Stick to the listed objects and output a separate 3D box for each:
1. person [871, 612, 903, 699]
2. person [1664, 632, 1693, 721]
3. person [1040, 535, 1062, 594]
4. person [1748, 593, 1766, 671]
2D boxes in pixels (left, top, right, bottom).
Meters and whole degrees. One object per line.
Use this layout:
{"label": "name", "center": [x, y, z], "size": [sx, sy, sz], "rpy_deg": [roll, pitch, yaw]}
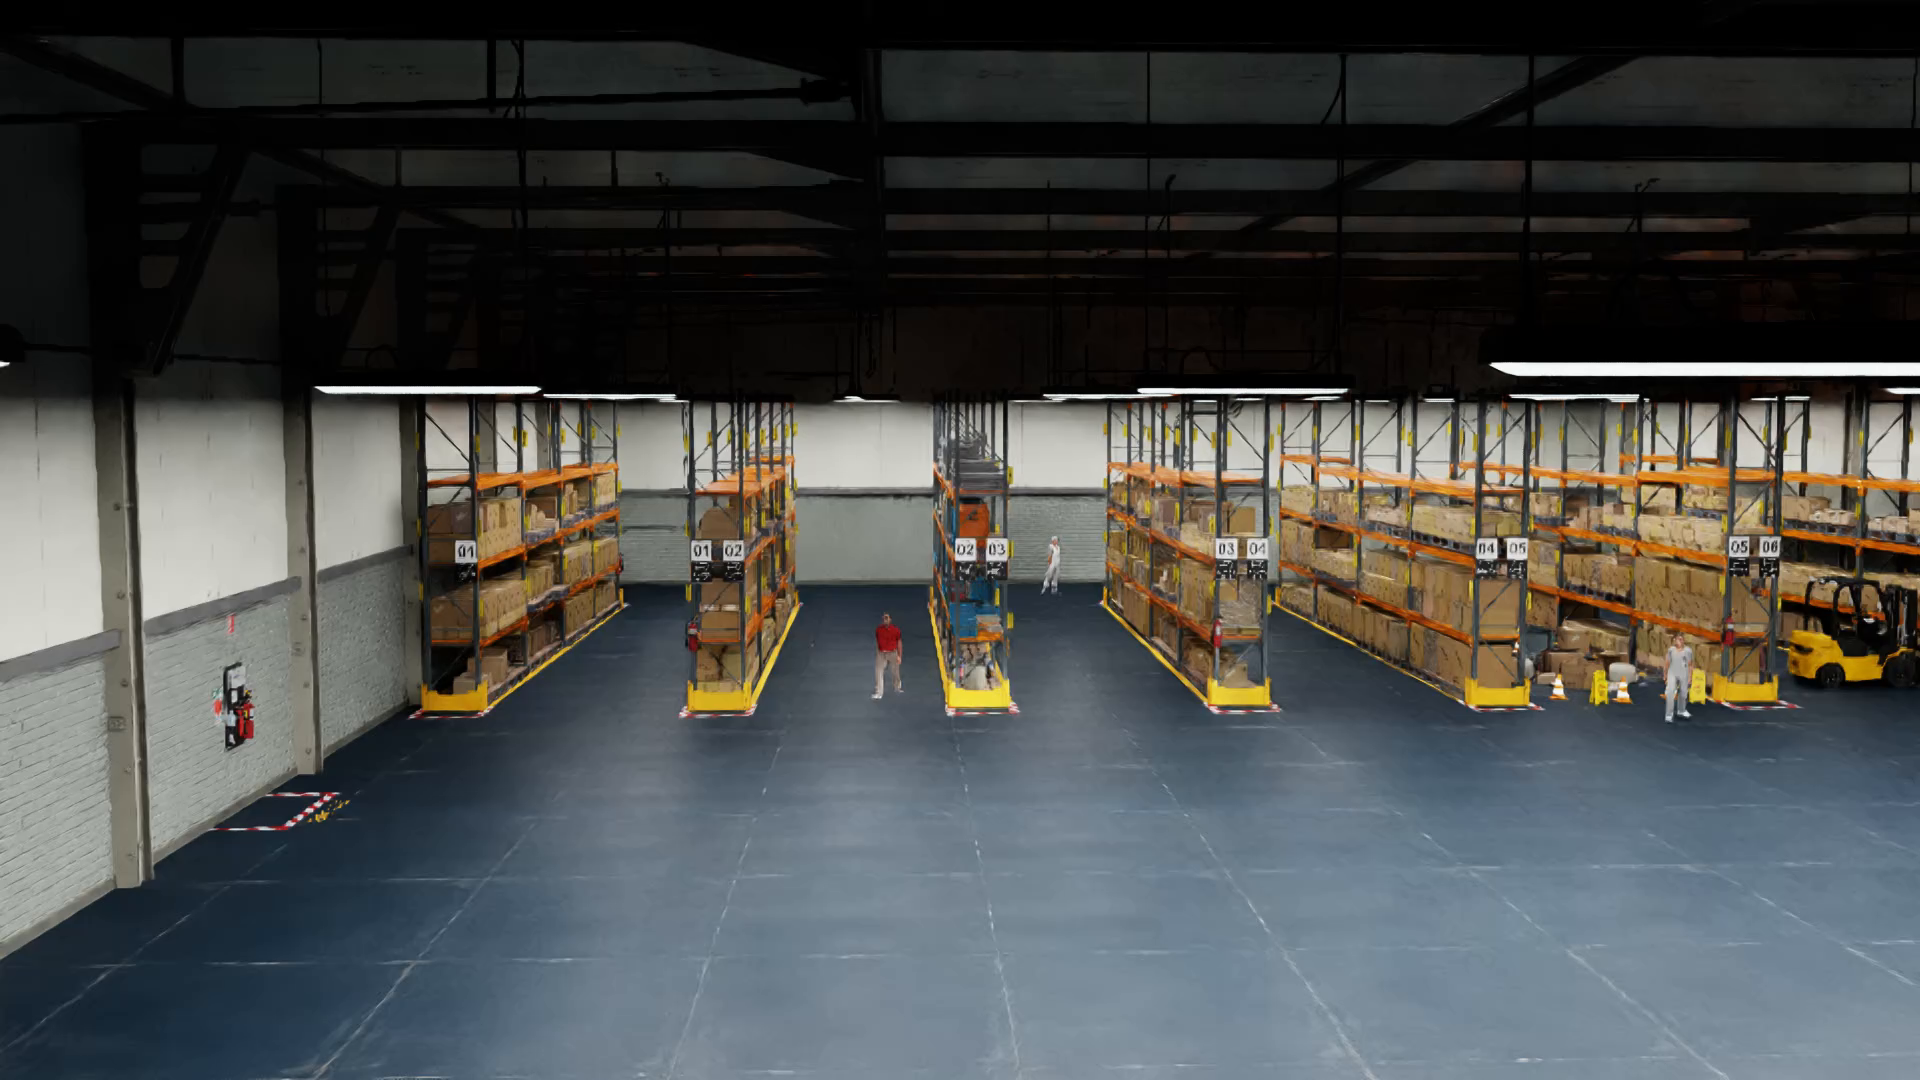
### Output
{"label": "person", "center": [-1.386, 2.235, 32.449], "size": [0.568, 1.673, 0.950], "rpy_deg": [1, 5, 14]}
{"label": "person", "center": [13.029, 2.463, 30.151], "size": [0.486, 1.612, 0.959], "rpy_deg": [2, 5, 21]}
{"label": "person", "center": [2.738, 0.756, 50.058], "size": [0.487, 1.787, 0.705], "rpy_deg": [4, 6, 40]}
{"label": "person", "center": [17.043, 1.967, 35.715], "size": [0.525, 1.671, 0.529], "rpy_deg": [2, 5, 23]}
